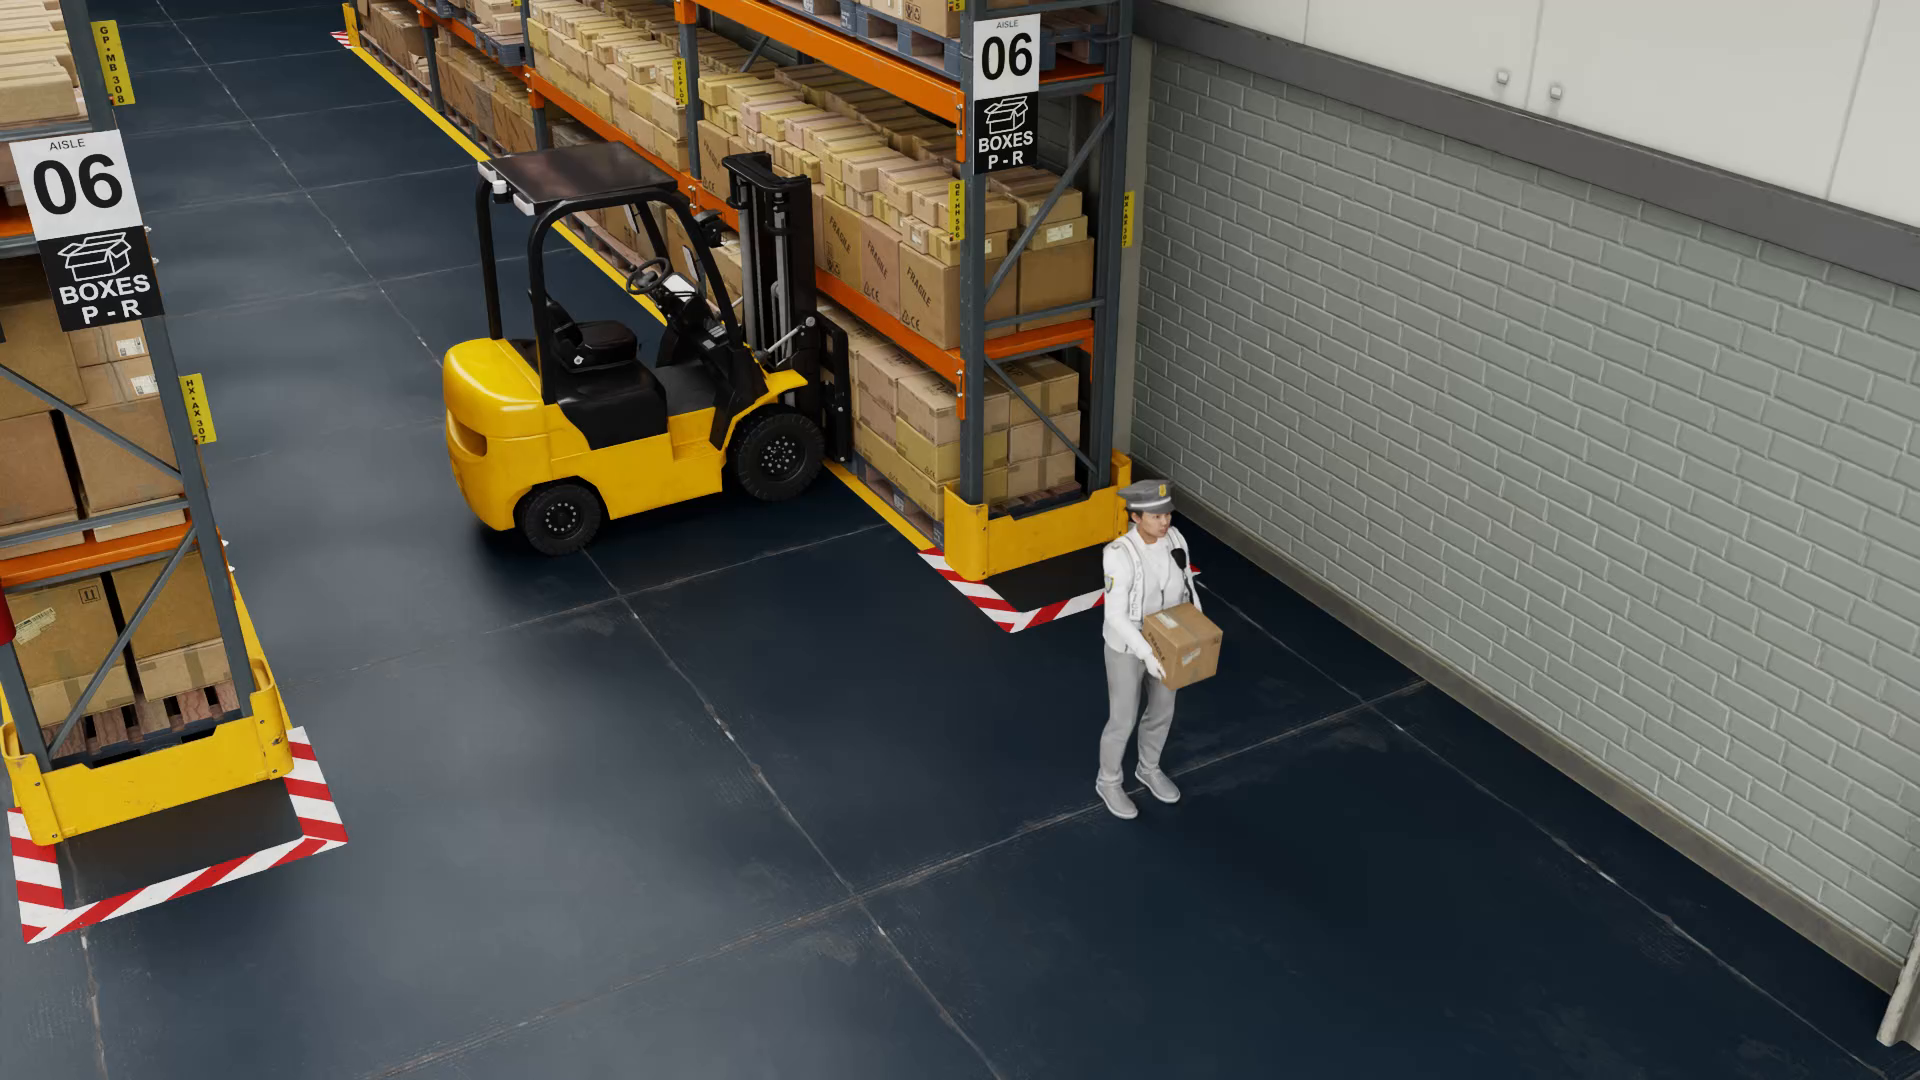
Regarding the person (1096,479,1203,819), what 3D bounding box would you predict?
[{"bbox_3d":[0.887,0.512,7.605,0.479,1.692,0.529,-16,33,-26],"label":"person"}]
